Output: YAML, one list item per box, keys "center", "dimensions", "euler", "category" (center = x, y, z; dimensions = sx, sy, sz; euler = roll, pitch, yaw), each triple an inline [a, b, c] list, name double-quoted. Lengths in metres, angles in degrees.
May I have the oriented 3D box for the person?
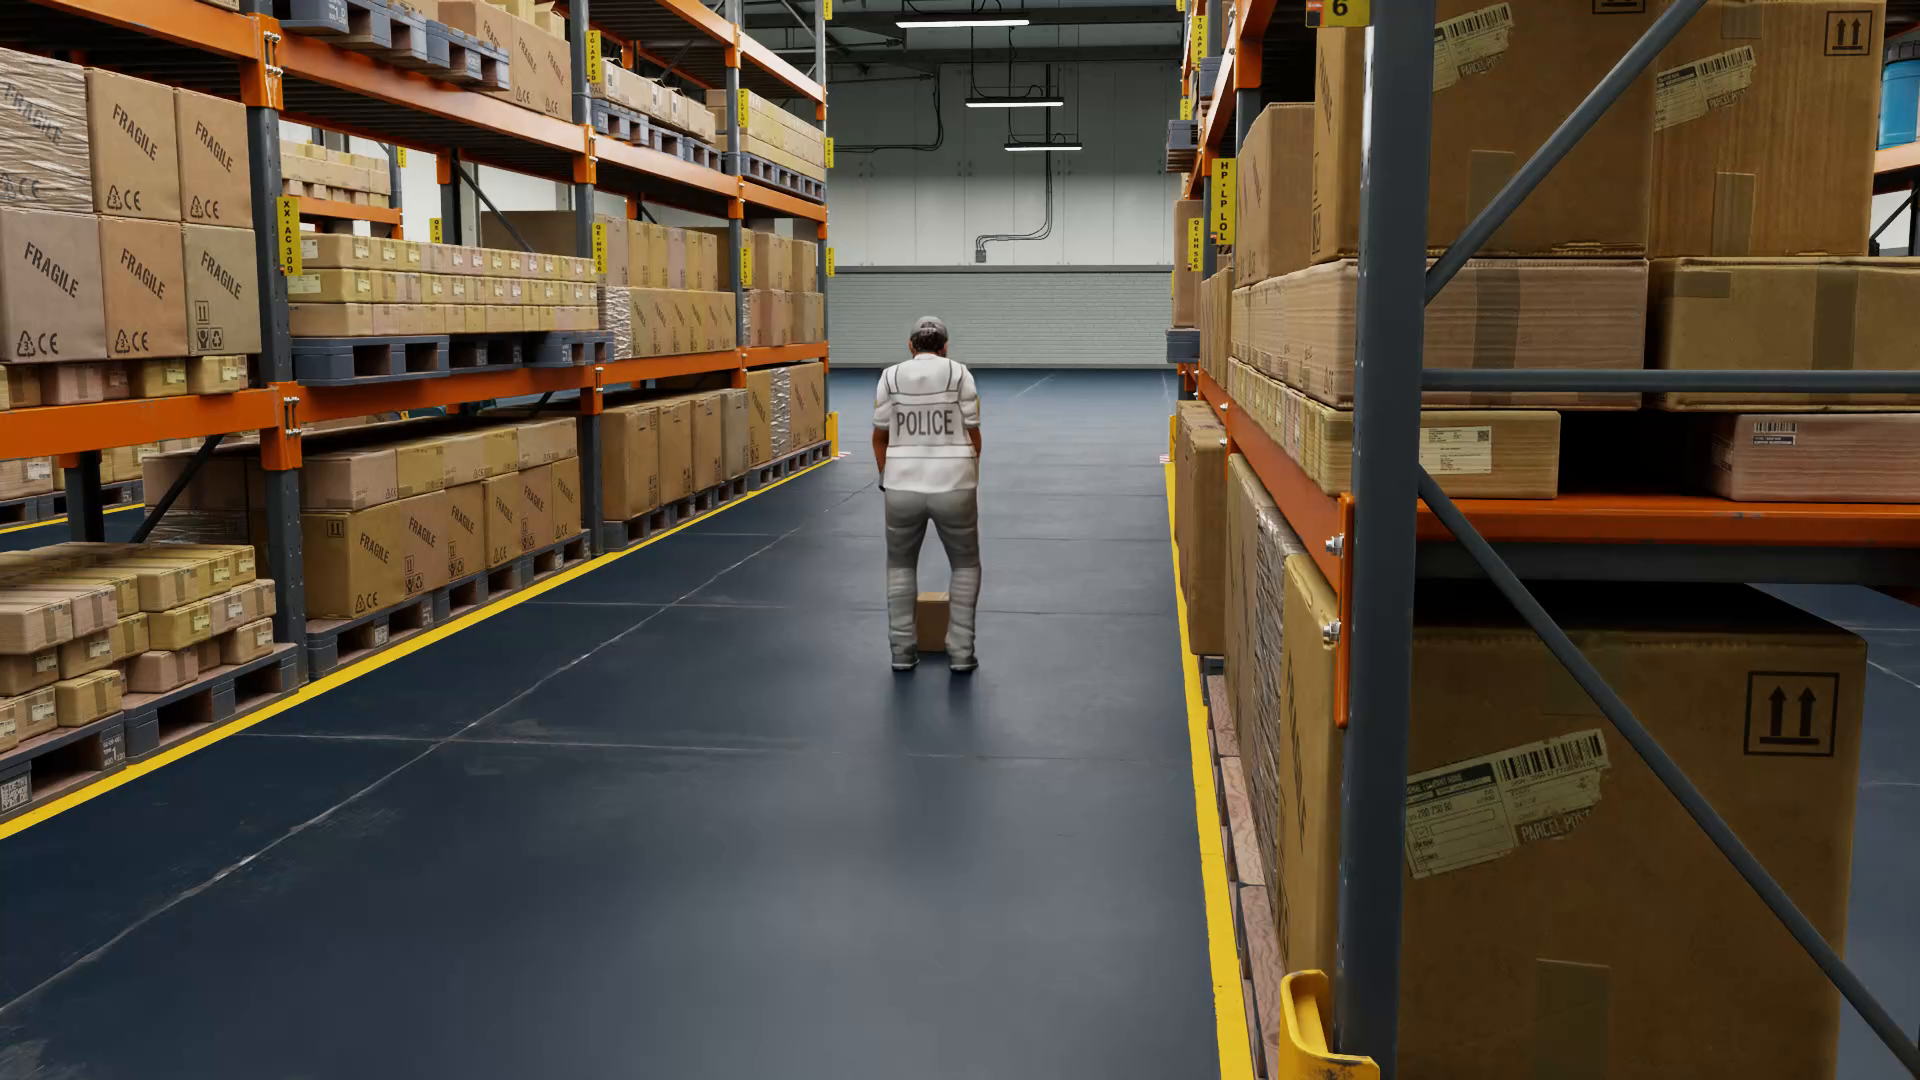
- center: [-0.151, -0.204, 7.562]
  dimensions: [0.500, 1.611, 0.496]
  euler: [1, 8, 8]
  category: "person"
